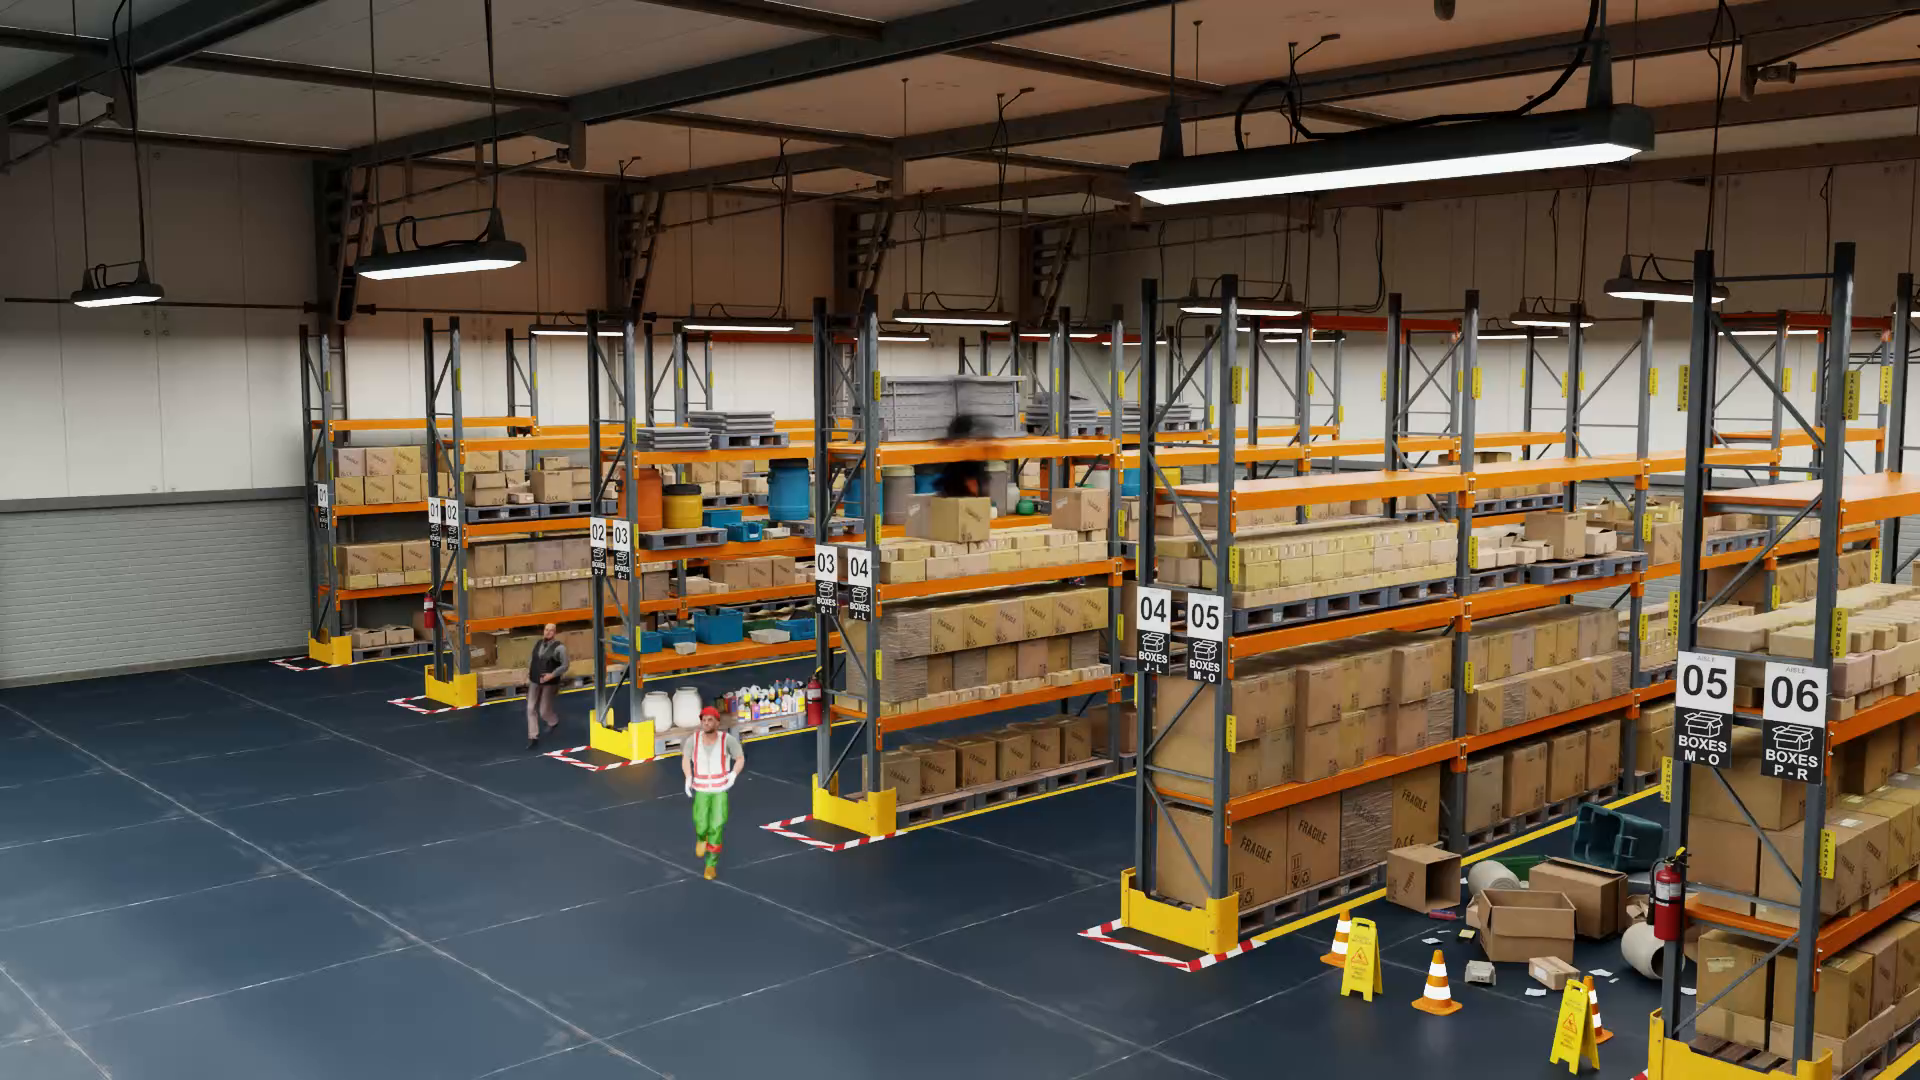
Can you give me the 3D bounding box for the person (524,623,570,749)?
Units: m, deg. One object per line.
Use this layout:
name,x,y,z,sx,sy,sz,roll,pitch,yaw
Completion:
person,-5.724,2.000,23.117,0.686,1.706,0.775,1,6,14

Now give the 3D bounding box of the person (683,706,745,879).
person,-2.544,2.574,17.166,0.651,1.757,0.650,0,6,-1
